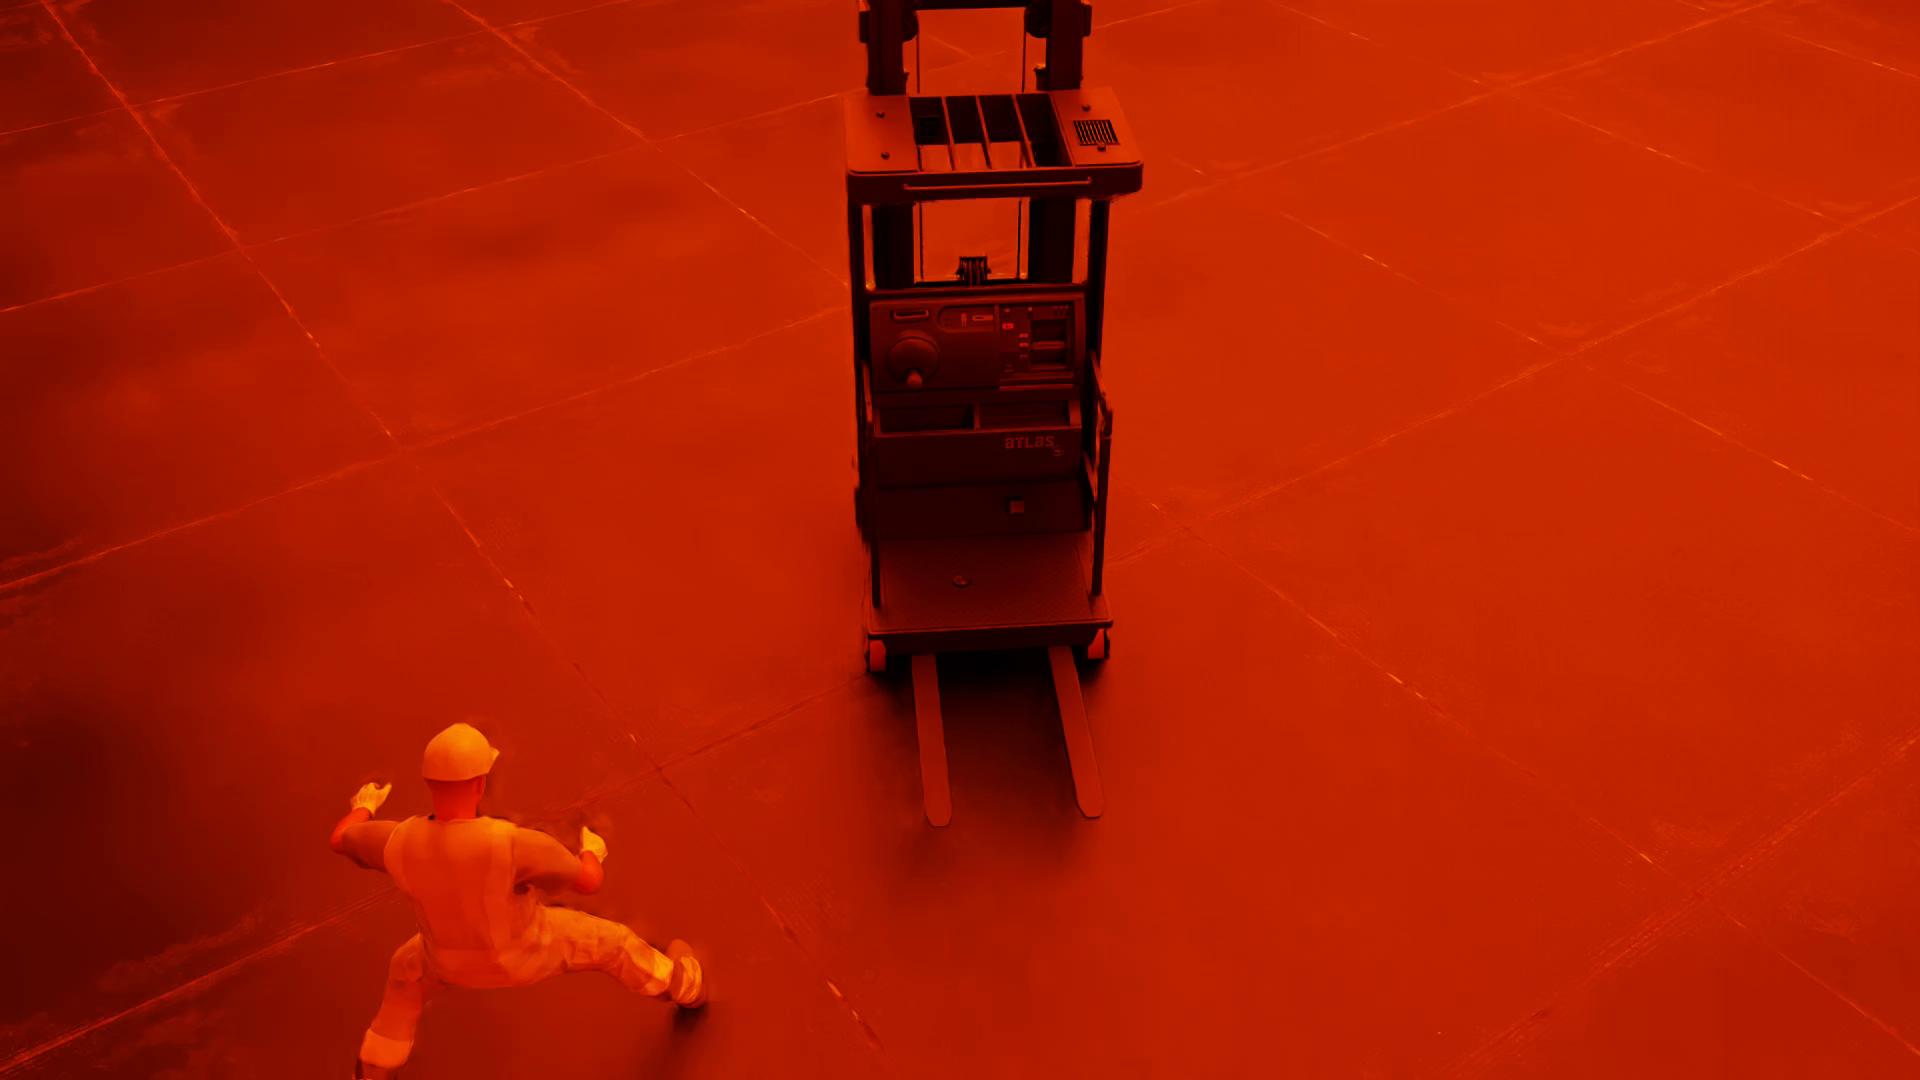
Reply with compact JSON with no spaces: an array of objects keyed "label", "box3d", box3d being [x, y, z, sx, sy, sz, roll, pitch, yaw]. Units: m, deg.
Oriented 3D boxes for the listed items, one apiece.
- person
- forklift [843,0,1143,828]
[{"label":"person","box3d":[-1.581,1.177,5.486,1.267,1.572,0.945,2,37,3]},{"label":"forklift","box3d":[0.097,-0.788,7.010,1.130,2.935,3.031,-3,37,-4]}]
